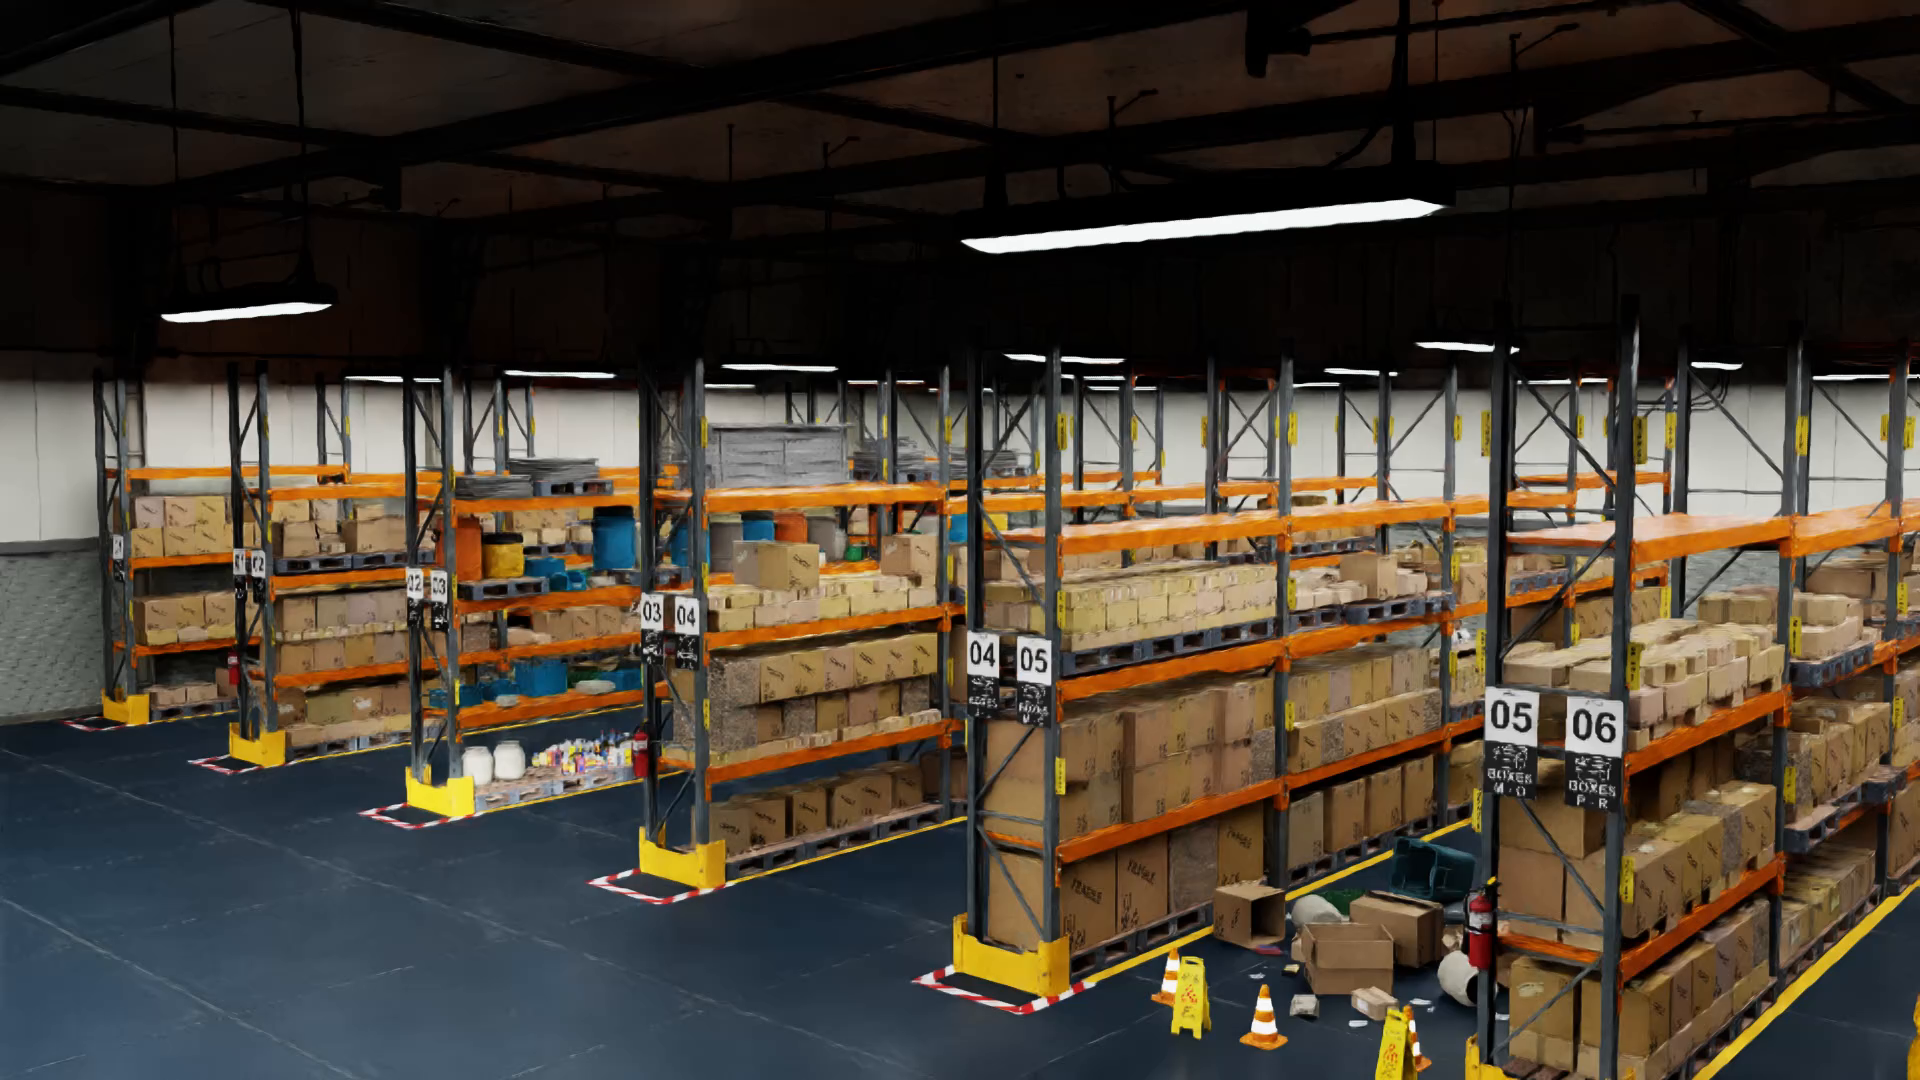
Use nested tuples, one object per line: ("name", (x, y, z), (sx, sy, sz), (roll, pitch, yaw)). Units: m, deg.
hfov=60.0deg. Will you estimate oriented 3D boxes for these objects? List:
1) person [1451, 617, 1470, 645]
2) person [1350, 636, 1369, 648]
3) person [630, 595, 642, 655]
("person", (9.017, 2.134, 30.057), (0.500, 1.625, 0.980), (4, 5, 40))
("person", (6.492, 2.299, 26.892), (0.653, 1.748, 0.586), (-2, 4, -20))
("person", (-6.354, 1.858, 33.267), (0.729, 1.733, 0.546), (3, 5, 39))
